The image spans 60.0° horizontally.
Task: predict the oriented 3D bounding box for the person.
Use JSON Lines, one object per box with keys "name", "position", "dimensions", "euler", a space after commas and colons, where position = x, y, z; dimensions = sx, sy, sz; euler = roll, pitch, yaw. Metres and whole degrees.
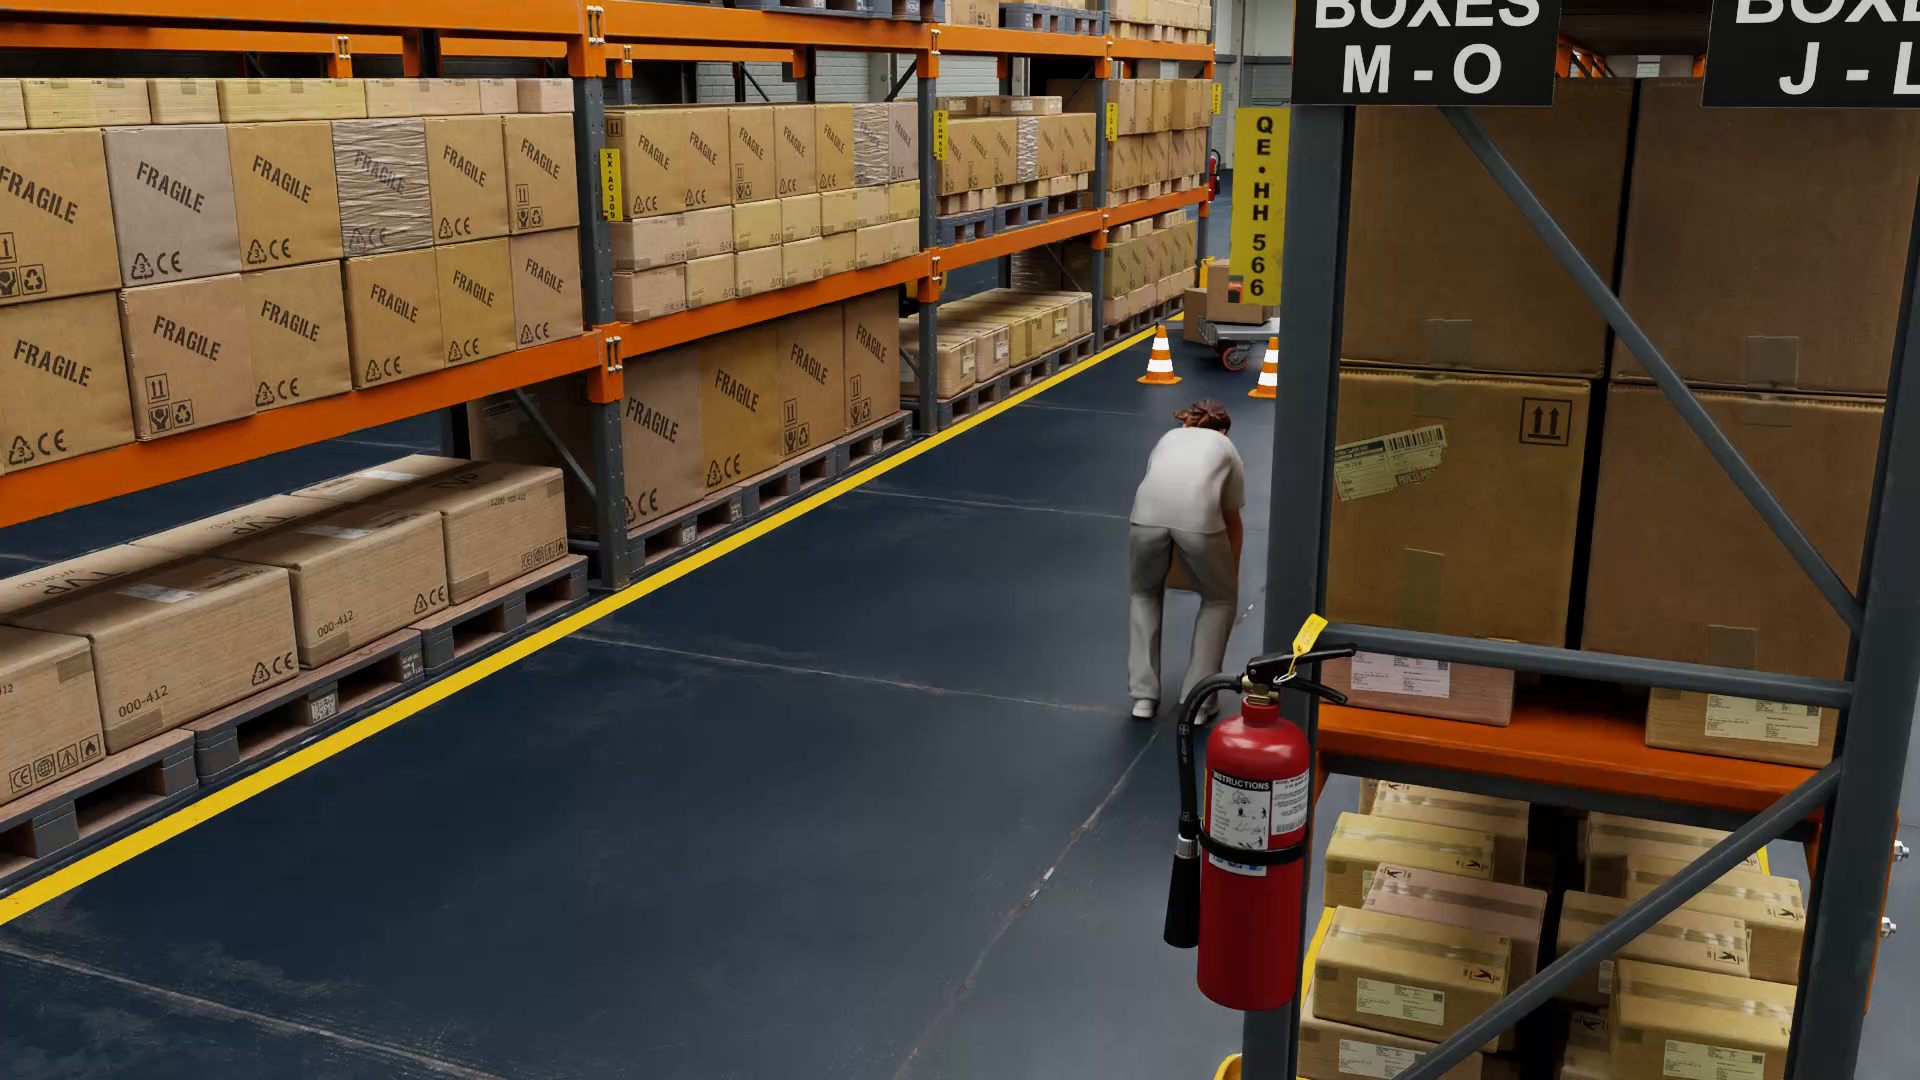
{"name": "person", "position": [0.924, 0.069, 6.696], "dimensions": [0.437, 1.188, 0.844], "euler": [5, 16, 19]}
